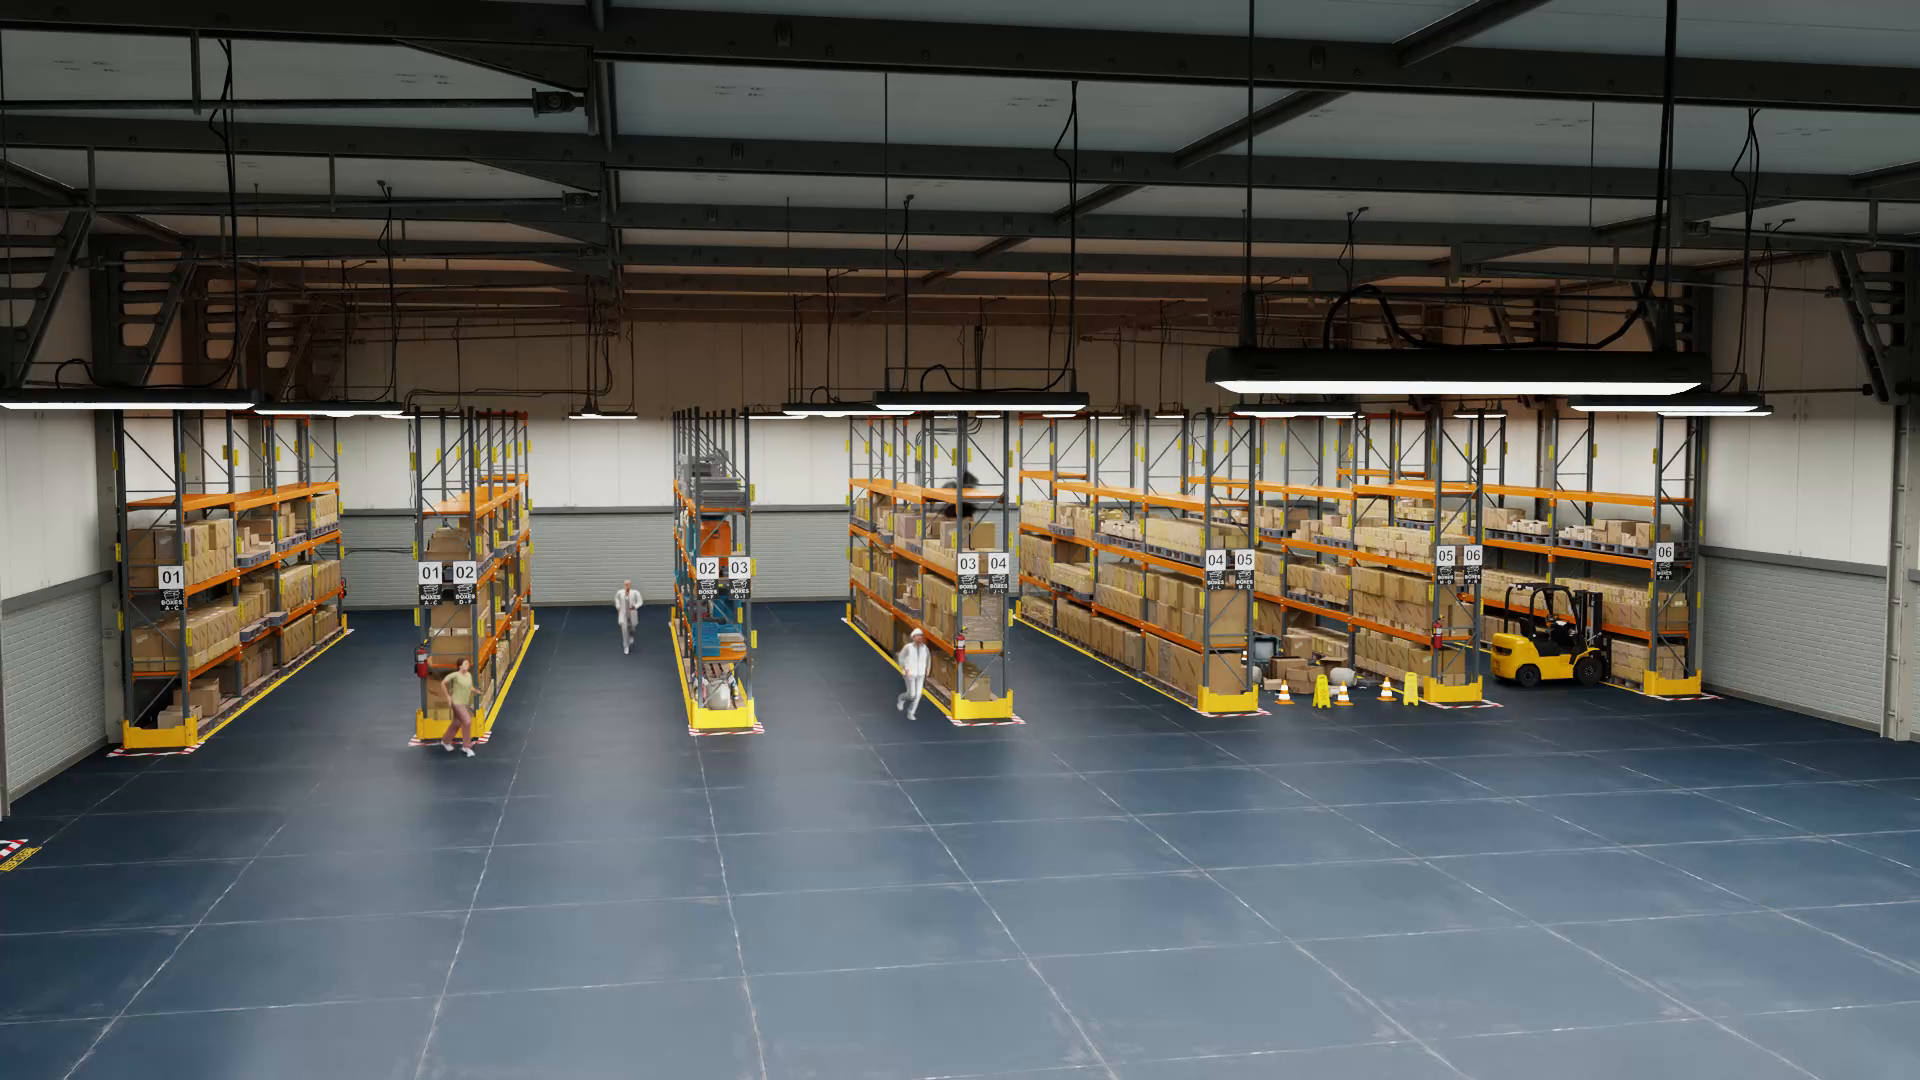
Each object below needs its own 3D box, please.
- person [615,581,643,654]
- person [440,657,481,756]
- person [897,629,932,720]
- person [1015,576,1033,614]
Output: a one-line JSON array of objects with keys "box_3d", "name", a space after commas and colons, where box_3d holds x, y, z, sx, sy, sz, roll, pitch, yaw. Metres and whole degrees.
[{"box_3d": [-8.266, 1.905, 41.531, 0.674, 1.806, 1.201, -1, 4, -11], "name": "person"}, {"box_3d": [-8.645, 2.857, 28.676, 0.842, 1.699, 0.515, 1, 4, 19], "name": "person"}, {"box_3d": [-0.863, 2.571, 32.075, 0.670, 1.734, 0.614, -2, 5, -26], "name": "person"}, {"box_3d": [2.031, 1.327, 49.797, 0.862, 1.745, 0.688, -2, 5, -26], "name": "person"}]
